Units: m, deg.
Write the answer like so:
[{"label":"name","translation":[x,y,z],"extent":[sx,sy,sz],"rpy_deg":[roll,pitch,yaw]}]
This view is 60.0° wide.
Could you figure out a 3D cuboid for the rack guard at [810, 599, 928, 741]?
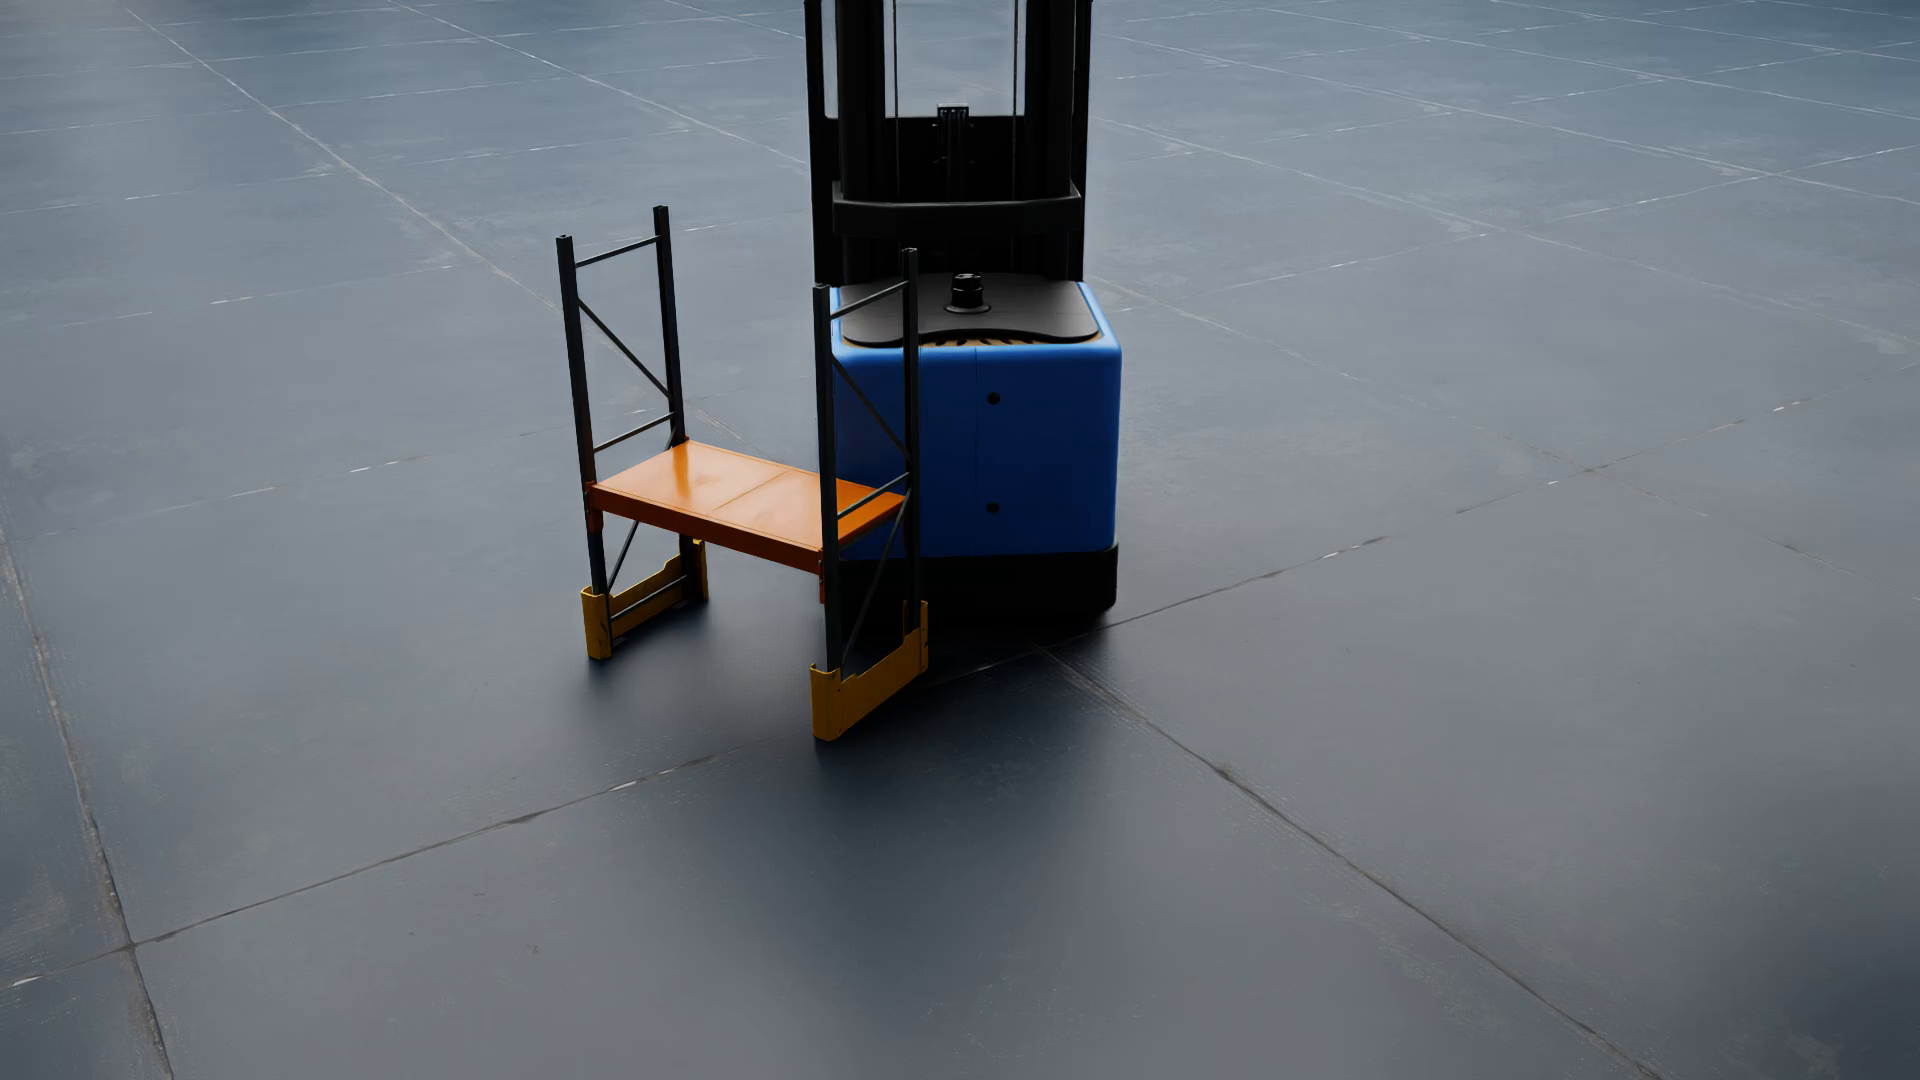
[{"label":"rack guard","translation":[-0.295,0.425,5.557],"extent":[0.087,0.250,0.587],"rpy_deg":[15,29,29]}]

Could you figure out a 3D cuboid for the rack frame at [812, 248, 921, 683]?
[{"label":"rack frame","translation":[-0.278,-0.136,5.281],"extent":[0.032,1.500,0.500],"rpy_deg":[15,29,29]}]

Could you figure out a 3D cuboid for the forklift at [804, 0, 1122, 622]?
[{"label":"forklift","translation":[-0.067,-1.626,6.760],"extent":[1.130,2.935,3.031],"rpy_deg":[-2,25,-4]}]

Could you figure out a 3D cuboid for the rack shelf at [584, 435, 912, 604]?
[{"label":"rack shelf","translation":[-0.707,-0.089,5.604],"extent":[1.000,0.185,0.538],"rpy_deg":[15,29,29]}]

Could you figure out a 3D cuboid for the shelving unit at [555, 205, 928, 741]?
[{"label":"shelving unit","translation":[-0.715,-0.254,5.532],"extent":[1.083,1.500,0.587],"rpy_deg":[15,29,29]}]

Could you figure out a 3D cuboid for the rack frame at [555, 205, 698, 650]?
[{"label":"rack frame","translation":[-1.136,-0.369,5.774],"extent":[0.032,1.500,0.500],"rpy_deg":[15,29,29]}]

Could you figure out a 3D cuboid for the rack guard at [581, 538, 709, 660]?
[{"label":"rack guard","translation":[-1.135,0.197,6.040],"extent":[0.087,0.250,0.587],"rpy_deg":[15,29,29]}]
